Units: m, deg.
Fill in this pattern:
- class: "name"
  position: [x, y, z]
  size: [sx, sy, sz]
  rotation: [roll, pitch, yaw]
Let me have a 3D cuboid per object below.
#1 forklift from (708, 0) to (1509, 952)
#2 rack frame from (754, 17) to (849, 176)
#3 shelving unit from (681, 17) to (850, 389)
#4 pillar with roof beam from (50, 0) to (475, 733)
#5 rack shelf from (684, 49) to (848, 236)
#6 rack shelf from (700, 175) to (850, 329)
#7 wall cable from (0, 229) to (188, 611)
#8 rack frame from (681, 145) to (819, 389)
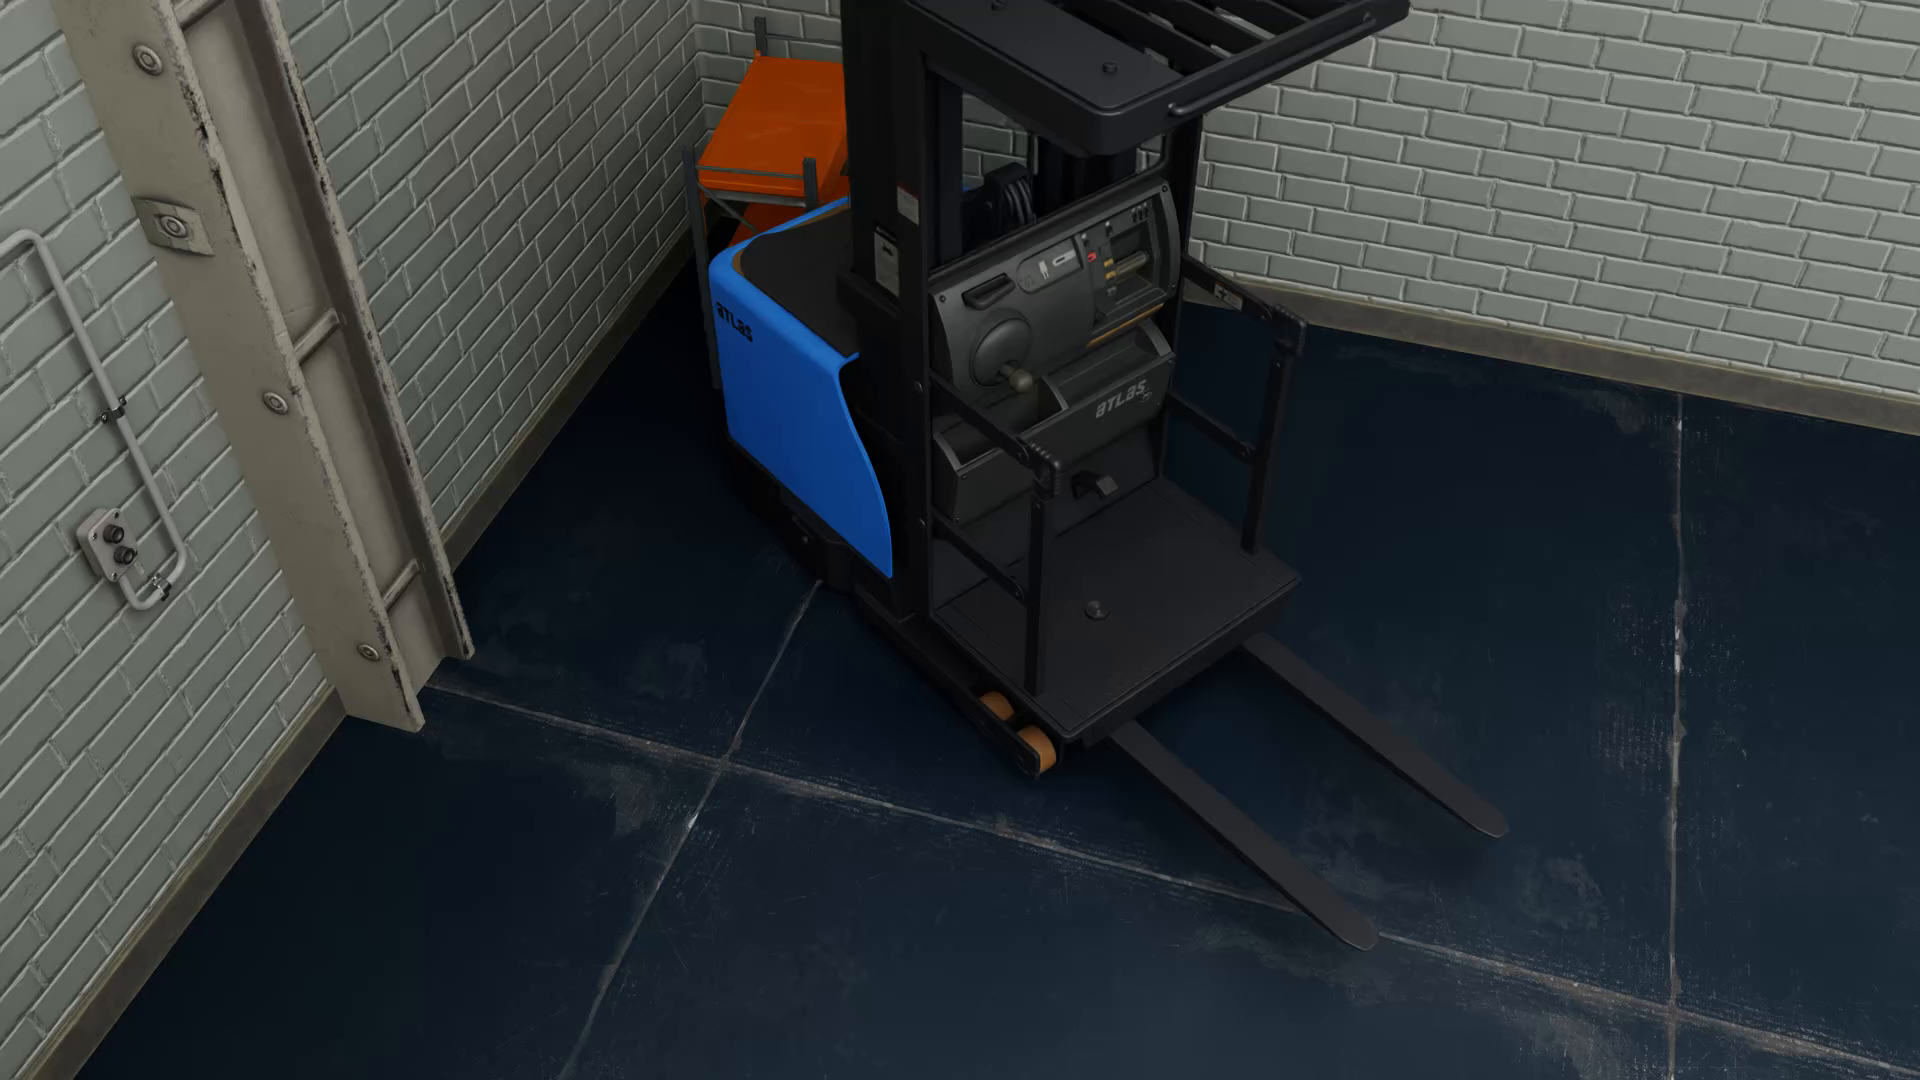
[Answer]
- class: "forklift"
  position: [0.442, -0.678, 4.847]
  size: [1.130, 2.935, 3.031]
  rotation: [-30, 52, -27]
- class: "rack frame"
  position: [-0.598, -1.712, 7.195]
  size: [0.500, 1.125, 0.032]
  rotation: [7, 45, 7]
- class: "shelving unit"
  position: [-0.686, -1.362, 6.837]
  size: [0.538, 1.125, 1.048]
  rotation: [7, 45, 7]
- class: "pillar with roof beam"
  position: [2.193, -1.821, 1.677]
  size: [9.100, 9.000, 0.400]
  rotation: [13, 46, 13]
- class: "rack shelf"
  position: [-0.686, -1.571, 6.632]
  size: [0.538, 0.278, 1.000]
  rotation: [7, 45, 7]
- class: "rack shelf"
  position: [-0.686, -1.187, 7.008]
  size: [0.538, 0.278, 1.000]
  rotation: [7, 45, 7]
- class: "wall cable"
  position: [-2.417, -0.022, 3.402]
  size: [0.084, 1.984, 1.851]
  rotation: [13, 46, 13]
- class: "rack frame"
  position: [-0.775, -1.012, 6.479]
  size: [0.500, 1.125, 0.032]
  rotation: [7, 45, 7]
